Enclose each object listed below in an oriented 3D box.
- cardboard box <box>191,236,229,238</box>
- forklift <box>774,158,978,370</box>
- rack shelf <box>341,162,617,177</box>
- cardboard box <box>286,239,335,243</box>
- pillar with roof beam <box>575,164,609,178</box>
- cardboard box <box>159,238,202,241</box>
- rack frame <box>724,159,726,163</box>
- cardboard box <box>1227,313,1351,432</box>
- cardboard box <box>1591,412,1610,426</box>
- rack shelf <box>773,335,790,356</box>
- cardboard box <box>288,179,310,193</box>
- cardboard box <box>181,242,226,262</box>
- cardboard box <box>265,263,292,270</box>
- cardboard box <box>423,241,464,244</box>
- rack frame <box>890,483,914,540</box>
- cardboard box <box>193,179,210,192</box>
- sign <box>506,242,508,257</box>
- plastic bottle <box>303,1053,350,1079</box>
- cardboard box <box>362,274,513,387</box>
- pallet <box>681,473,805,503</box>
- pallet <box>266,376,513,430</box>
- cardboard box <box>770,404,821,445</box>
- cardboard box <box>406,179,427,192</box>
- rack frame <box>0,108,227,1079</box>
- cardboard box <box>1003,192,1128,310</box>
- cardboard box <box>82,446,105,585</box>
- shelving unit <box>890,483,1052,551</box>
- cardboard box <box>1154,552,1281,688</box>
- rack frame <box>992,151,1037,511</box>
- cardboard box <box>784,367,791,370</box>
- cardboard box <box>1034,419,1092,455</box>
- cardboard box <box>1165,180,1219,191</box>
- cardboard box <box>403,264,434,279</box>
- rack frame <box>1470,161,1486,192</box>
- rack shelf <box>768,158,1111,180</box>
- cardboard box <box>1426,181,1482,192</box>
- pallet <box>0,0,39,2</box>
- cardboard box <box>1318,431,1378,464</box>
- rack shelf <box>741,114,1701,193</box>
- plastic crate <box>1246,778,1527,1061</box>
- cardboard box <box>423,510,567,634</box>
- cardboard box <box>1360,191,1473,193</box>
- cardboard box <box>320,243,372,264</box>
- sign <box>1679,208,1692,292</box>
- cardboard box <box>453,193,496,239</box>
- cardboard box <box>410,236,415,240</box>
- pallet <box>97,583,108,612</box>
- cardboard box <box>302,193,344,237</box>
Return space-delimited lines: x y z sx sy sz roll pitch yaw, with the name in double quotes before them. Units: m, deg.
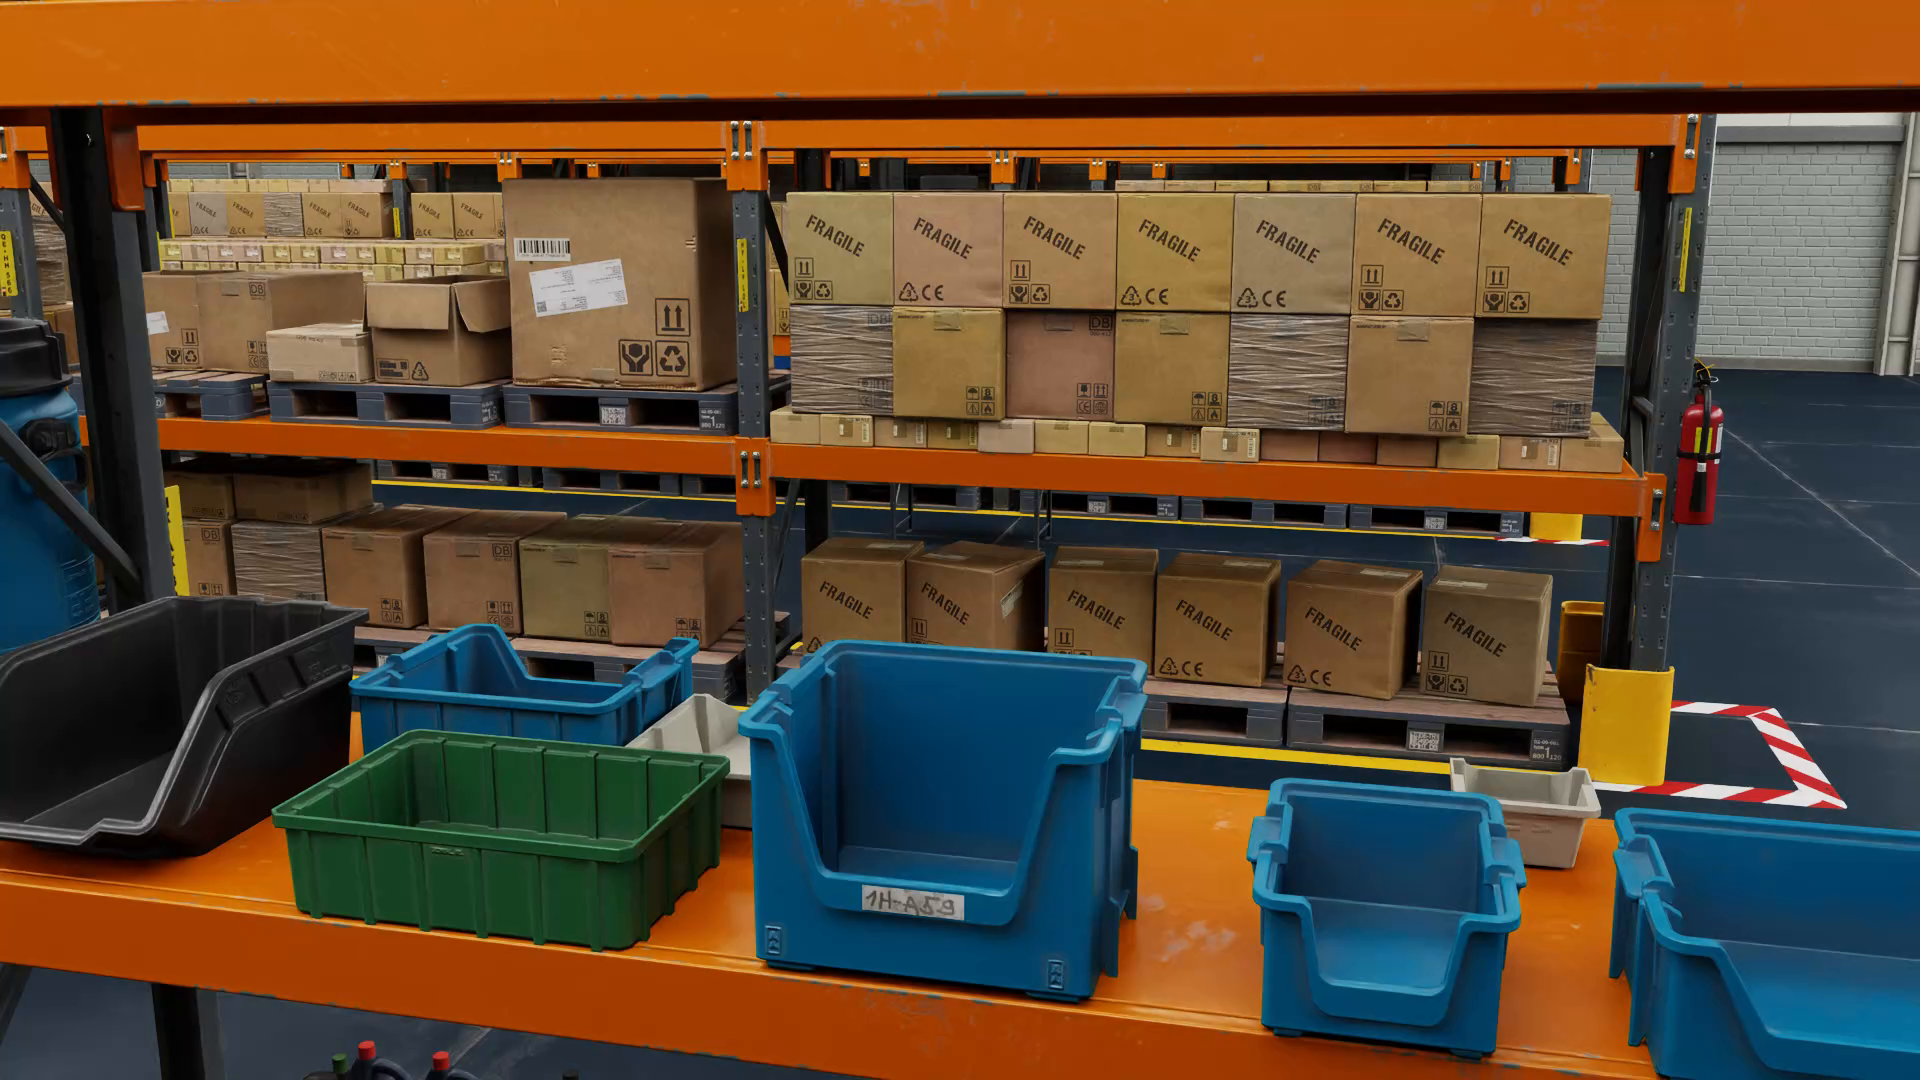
"cardboard box" -8.748 -3.374 19.784 0.500 0.500 0.500 3 13 13
"forklift" -0.511 -2.462 16.064 3.031 2.935 1.130 -11 17 -42
"rack shelf" -7.005 -5.514 24.398 4.000 0.370 1.077 3 13 14
"cardboard box" -5.635 -2.532 14.459 0.250 0.149 0.380 2 13 11
"pillar with roof beam" -6.555 -6.546 20.464 0.400 9.000 9.100 3 13 14
"cardboard box" -6.901 -2.600 14.765 0.250 0.149 0.380 4 13 16
"rack frame" -2.366 -3.046 18.536 0.127 3.000 1.000 3 13 14
"cardboard box" 1.510 -0.811 7.545 0.500 0.500 0.875 3 13 14
"cardboard box" 2.807 -0.489 7.592 0.250 0.149 0.380 3 13 14
"rack shelf" -1.512 -1.545 13.431 4.000 0.370 1.077 3 13 14
"cardboard box" -7.596 -4.122 19.352 0.250 0.149 0.380 3 13 13
"cardboard box" -6.303 -2.422 13.963 0.250 0.149 0.380 3 13 13
"cardboard box" -5.546 -2.237 13.814 0.250 0.149 0.380 3 13 12
"cardboard box" -4.354 -2.464 14.152 0.250 0.149 0.380 3 13 13
"rack frame" -0.411 -0.754 11.670 0.032 1.500 0.500 3 13 14
"cardboard box" -8.831 -4.189 19.653 0.250 0.149 0.380 3 13 14
"sign" -3.574 -2.411 13.187 0.005 0.325 0.100 3 13 14
"plastic bottle" -1.497 1.354 3.960 0.133 0.283 0.061 4 13 16
"cardboard box" -2.562 -1.080 8.469 0.637 0.503 0.797 4 13 19
"pallet" -1.525 -0.518 13.580 1.213 0.211 1.003 3 13 14
"pallet" -2.808 -0.774 8.740 1.213 0.211 1.003 3 13 14
"cardboard box" -0.720 -0.557 7.899 0.250 0.149 0.380 3 13 14
"cardboard box" -6.494 -4.178 19.602 0.250 0.149 0.380 3 13 13
"rack frame" -2.043 0.287 3.516 0.053 2.616 0.949 3 13 14
"cardboard box" 0.490 -1.308 7.477 0.500 0.500 0.500 3 13 14
"cardboard box" -5.405 -0.170 9.509 0.875 0.875 1.225 2 13 11
"shelving unit" 0.083 -0.728 11.551 1.048 1.500 0.538 3 13 14
"cardboard box" 1.233 0.373 7.931 0.500 0.500 0.500 4 13 19
"rack frame" 0.430 -1.792 12.885 0.127 3.000 1.000 3 13 14
"cardboard box" -1.130 -0.963 13.372 0.750 0.750 1.050 3 13 14
"cardboard box" 0.500 -0.497 7.630 0.250 0.149 0.380 3 13 14
"cardboard box" 2.384 -3.421 17.001 0.500 0.500 0.700 3 13 14
"cardboard box" -4.302 -2.170 13.515 0.250 0.149 0.380 4 13 16
"rack frame" 6.587 -3.675 21.371 0.127 3.000 1.000 3 13 14
"rack shelf" -0.424 -4.055 17.821 4.000 0.370 1.077 3 13 14
"cardboard box" 4.853 -3.293 16.426 0.500 0.500 0.700 3 13 12
"pallet" -1.319 -1.068 3.132 1.003 0.211 1.213 3 13 14
"cardboard box" 1.731 -0.448 7.410 0.250 0.149 0.380 3 13 14
"rack shelf" 1.085 -1.764 7.493 4.000 0.370 1.077 3 13 14
"plastic crate" 0.653 0.570 2.584 0.408 0.251 0.499 3 13 14
"cardboard box" -2.449 0.157 8.855 0.500 0.500 0.700 2 13 9
"cardboard box" 2.074 -1.342 7.631 0.500 0.500 0.500 3 13 14
"cardboard box" -5.030 -2.355 13.661 0.250 0.149 0.380 3 13 14
"sign" 2.874 -1.150 6.591 0.005 0.325 0.100 3 13 14
"cardboard box" -5.390 -3.686 18.884 0.500 0.500 0.500 3 13 13
"cardboard box" -6.642 -3.381 19.819 0.500 0.500 0.500 4 13 15
"pallet" -5.487 0.343 9.701 1.213 0.211 1.003 3 13 14
"cardboard box" -7.264 -3.785 19.328 0.500 0.500 0.500 3 13 13
